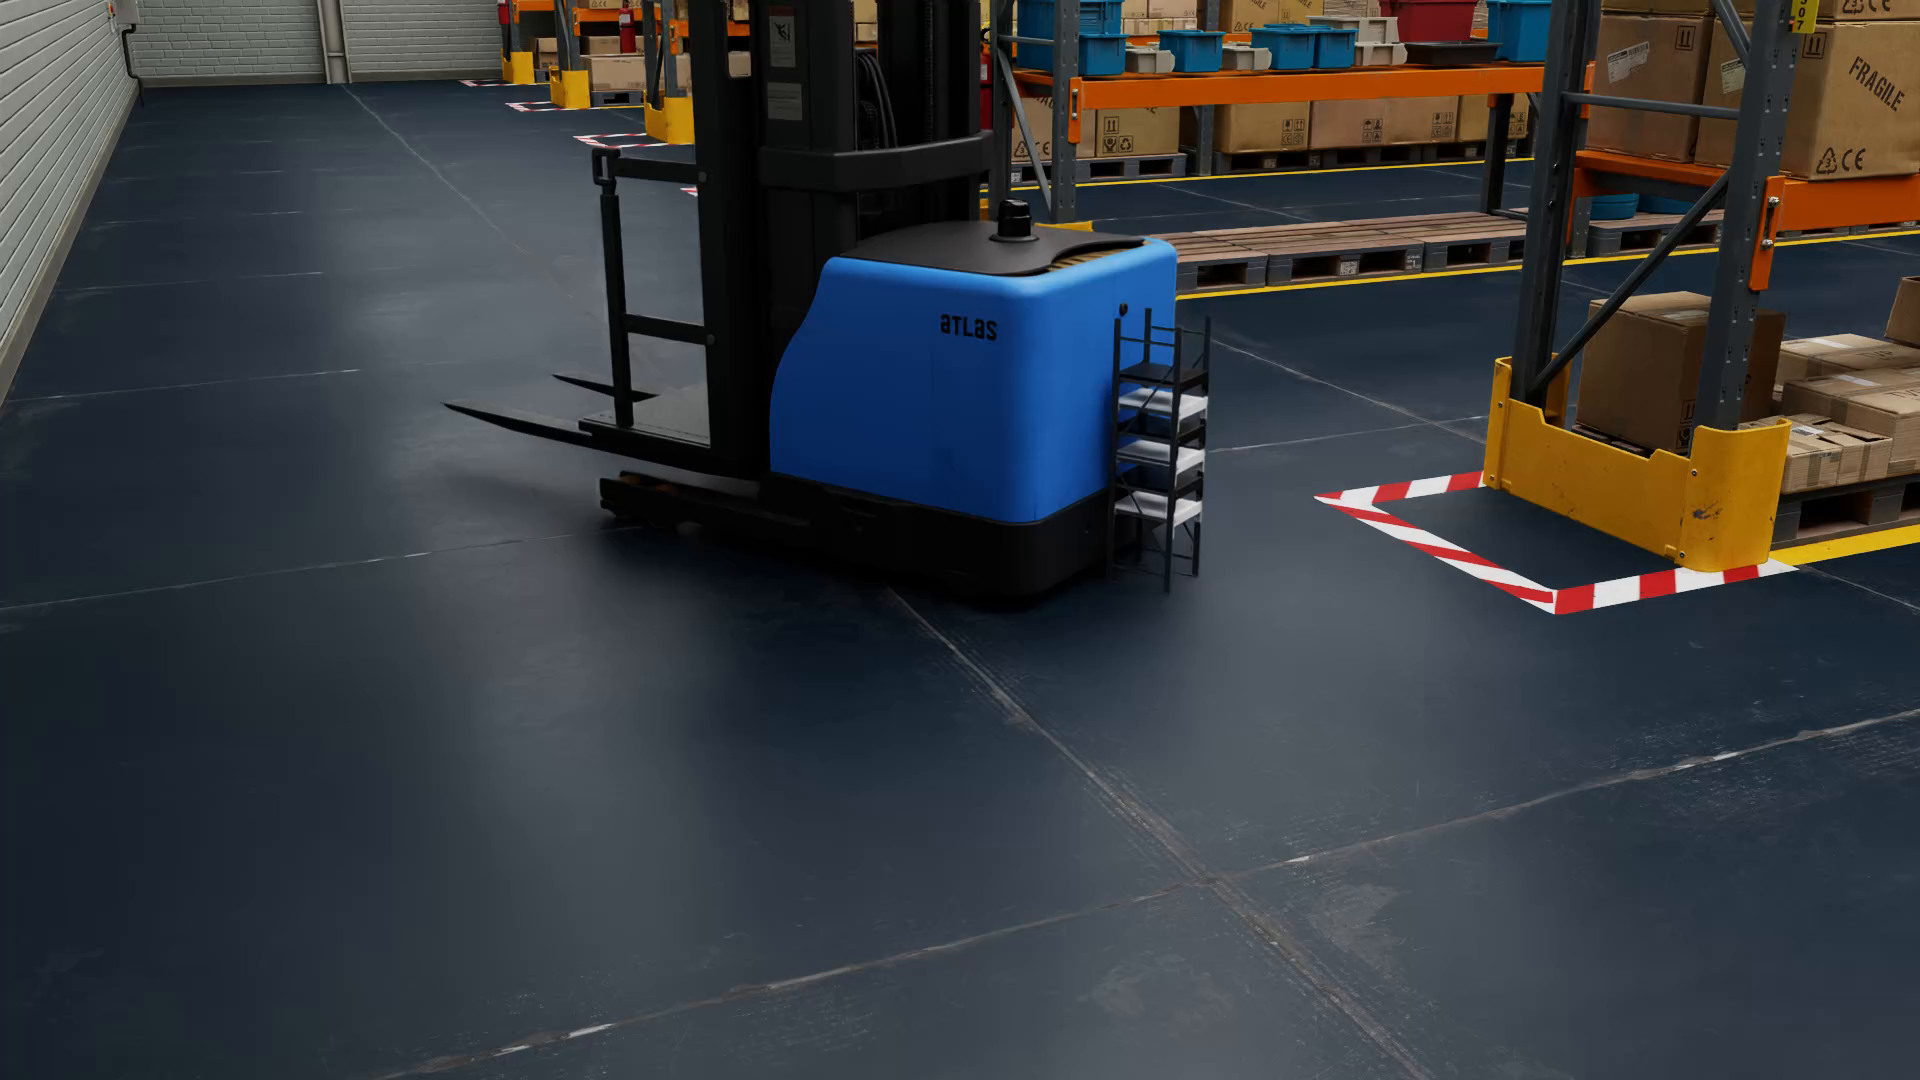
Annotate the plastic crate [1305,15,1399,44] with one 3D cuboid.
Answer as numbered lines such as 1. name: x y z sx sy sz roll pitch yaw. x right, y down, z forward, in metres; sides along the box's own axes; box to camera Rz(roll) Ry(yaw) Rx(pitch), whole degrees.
1. plastic crate: 2.634 -3.351 11.111 0.530 0.282 0.437 -8 21 -22

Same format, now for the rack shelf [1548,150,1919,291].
1. rack shelf: 4.231 -1.410 6.593 4.000 0.370 1.077 -8 21 -22

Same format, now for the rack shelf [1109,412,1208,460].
1. rack shelf: 0.653 -0.345 5.474 0.258 0.077 0.200 13 23 32

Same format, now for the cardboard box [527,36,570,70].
1. cardboard box: -6.822 -8.115 27.680 0.637 0.503 0.797 -9 21 -24

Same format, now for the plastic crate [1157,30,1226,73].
1. plastic crate: 1.397 -2.965 10.089 0.300 0.233 0.416 -8 21 -22

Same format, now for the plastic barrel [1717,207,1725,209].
1. plastic barrel: 5.819 -2.755 12.443 0.421 0.512 0.421 0 19 0

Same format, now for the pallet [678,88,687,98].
1. pallet: -3.630 -6.503 24.172 1.213 0.211 1.003 -8 21 -22

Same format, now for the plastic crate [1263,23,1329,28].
1. plastic crate: 2.220 -3.295 11.025 0.300 0.233 0.416 -8 21 -22

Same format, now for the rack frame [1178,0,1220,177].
1. rack frame: 2.147 -5.034 15.802 0.127 3.000 1.000 -8 21 -22

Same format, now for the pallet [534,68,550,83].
1. pallet: -6.620 -7.843 27.979 1.213 0.211 1.003 -8 21 -22

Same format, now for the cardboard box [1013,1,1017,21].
1. cardboard box: 0.436 -4.764 14.813 0.500 0.250 0.500 -9 21 -23

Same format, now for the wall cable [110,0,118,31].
1. wall cable: -11.192 -7.691 21.819 0.122 1.984 0.588 -8 21 -22

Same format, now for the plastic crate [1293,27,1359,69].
1. plastic crate: 2.277 -3.091 10.447 0.300 0.233 0.416 -8 21 -22

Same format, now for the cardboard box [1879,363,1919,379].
1. cardboard box: 3.924 -0.513 6.441 0.500 0.250 0.500 -8 21 -22

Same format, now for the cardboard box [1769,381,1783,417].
1. cardboard box: 3.204 -0.530 6.614 0.250 0.166 0.380 -8 21 -22

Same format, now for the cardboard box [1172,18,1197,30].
1. cardboard box: 1.997 -4.775 15.446 0.250 0.149 0.380 -8 21 -22

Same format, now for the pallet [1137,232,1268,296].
1. pallet: 1.208 -1.779 10.756 1.213 0.211 1.003 -8 21 -22

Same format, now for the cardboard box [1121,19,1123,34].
1. cardboard box: 1.288 -4.674 15.158 0.250 0.149 0.380 -8 21 -21

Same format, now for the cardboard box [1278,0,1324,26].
1. cardboard box: 3.129 -5.132 15.930 0.500 0.500 0.500 -8 21 -22

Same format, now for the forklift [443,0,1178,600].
1. forklift: -0.738 -1.552 6.017 3.031 2.935 1.130 13 23 32

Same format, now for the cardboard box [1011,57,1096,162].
1. cardboard box: 0.683 -4.049 15.572 0.875 0.875 0.875 -8 21 -22

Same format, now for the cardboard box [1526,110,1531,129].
1. cardboard box: 6.427 -4.683 17.906 0.500 0.500 0.700 -9 21 -25

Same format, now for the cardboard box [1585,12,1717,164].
1. cardboard box: 2.698 -1.675 6.113 0.500 0.500 0.500 -7 21 -20

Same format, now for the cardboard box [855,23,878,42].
1. cardboard box: -0.834 -4.369 14.293 0.250 0.149 0.380 -8 21 -23

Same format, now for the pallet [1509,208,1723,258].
1. pallet: 4.834 -2.297 12.228 1.213 0.211 1.003 -8 21 -22

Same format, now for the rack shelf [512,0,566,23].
1. rack shelf: -5.585 -8.967 28.055 4.000 0.370 1.077 -8 21 -22

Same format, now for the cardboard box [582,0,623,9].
1. cardboard box: -4.897 -7.552 22.805 0.500 0.500 0.500 -8 21 -22

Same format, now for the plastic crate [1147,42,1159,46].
1. plastic crate: 1.385 -3.097 10.609 0.243 0.136 0.396 -8 21 -22

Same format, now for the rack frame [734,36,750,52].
1. rack frame: -3.748 -9.569 28.683 0.127 3.000 1.000 -8 21 -22

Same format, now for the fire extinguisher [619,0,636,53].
1. fire extinguisher: -3.812 -5.929 19.022 0.183 0.674 0.296 -8 21 -22

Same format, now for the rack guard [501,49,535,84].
1. rack guard: -7.351 -7.874 27.632 0.348 0.500 1.175 -8 21 -22

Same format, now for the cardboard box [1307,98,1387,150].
1. cardboard box: 3.547 -4.438 16.676 0.875 0.875 1.225 -9 21 -24

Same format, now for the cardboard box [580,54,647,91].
1. cardboard box: -4.885 -6.637 23.580 0.875 0.438 0.875 -9 21 -24

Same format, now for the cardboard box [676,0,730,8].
1. cardboard box: -2.876 -6.196 18.504 0.500 0.500 0.500 -7 21 -19

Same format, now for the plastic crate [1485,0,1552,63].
1. plastic crate: 3.815 -3.379 11.035 0.575 0.384 0.392 -8 21 -22

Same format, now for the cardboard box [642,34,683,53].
1. cardboard box: -5.068 -8.351 28.354 0.500 0.500 0.700 -9 21 -24

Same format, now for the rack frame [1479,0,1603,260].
1. rack frame: 4.109 -3.523 11.512 0.127 3.000 1.000 -8 21 -22

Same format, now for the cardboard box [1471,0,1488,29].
1. cardboard box: 5.005 -5.403 16.700 0.500 0.500 0.500 -8 21 -22

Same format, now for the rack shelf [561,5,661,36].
1. rack shelf: -3.615 -7.453 23.757 4.000 0.370 1.077 -8 21 -22

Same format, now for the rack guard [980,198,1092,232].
1. rack guard: 0.419 -1.811 10.413 0.348 0.500 1.175 -8 21 -22

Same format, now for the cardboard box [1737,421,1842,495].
1. cardboard box: 2.915 -0.299 5.986 0.250 0.149 0.380 -8 21 -22

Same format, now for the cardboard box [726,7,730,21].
1. cardboard box: -2.753 -5.904 18.651 0.250 0.149 0.380 -7 21 -20

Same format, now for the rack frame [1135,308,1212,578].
1. rack frame: 0.711 -0.319 5.572 0.240 0.900 0.006 13 23 32

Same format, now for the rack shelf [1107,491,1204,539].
1. rack shelf: 0.653 -0.090 5.564 0.258 0.077 0.200 13 23 32

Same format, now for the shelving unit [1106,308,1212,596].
1. shelving unit: 0.653 -0.291 5.493 0.258 0.900 0.210 13 23 32

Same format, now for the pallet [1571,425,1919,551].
1. pallet: 3.196 -0.286 6.517 1.213 0.211 1.003 -8 21 -22

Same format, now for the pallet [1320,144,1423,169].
1. pallet: 3.947 -4.005 17.078 1.213 0.211 1.003 -8 21 -22
